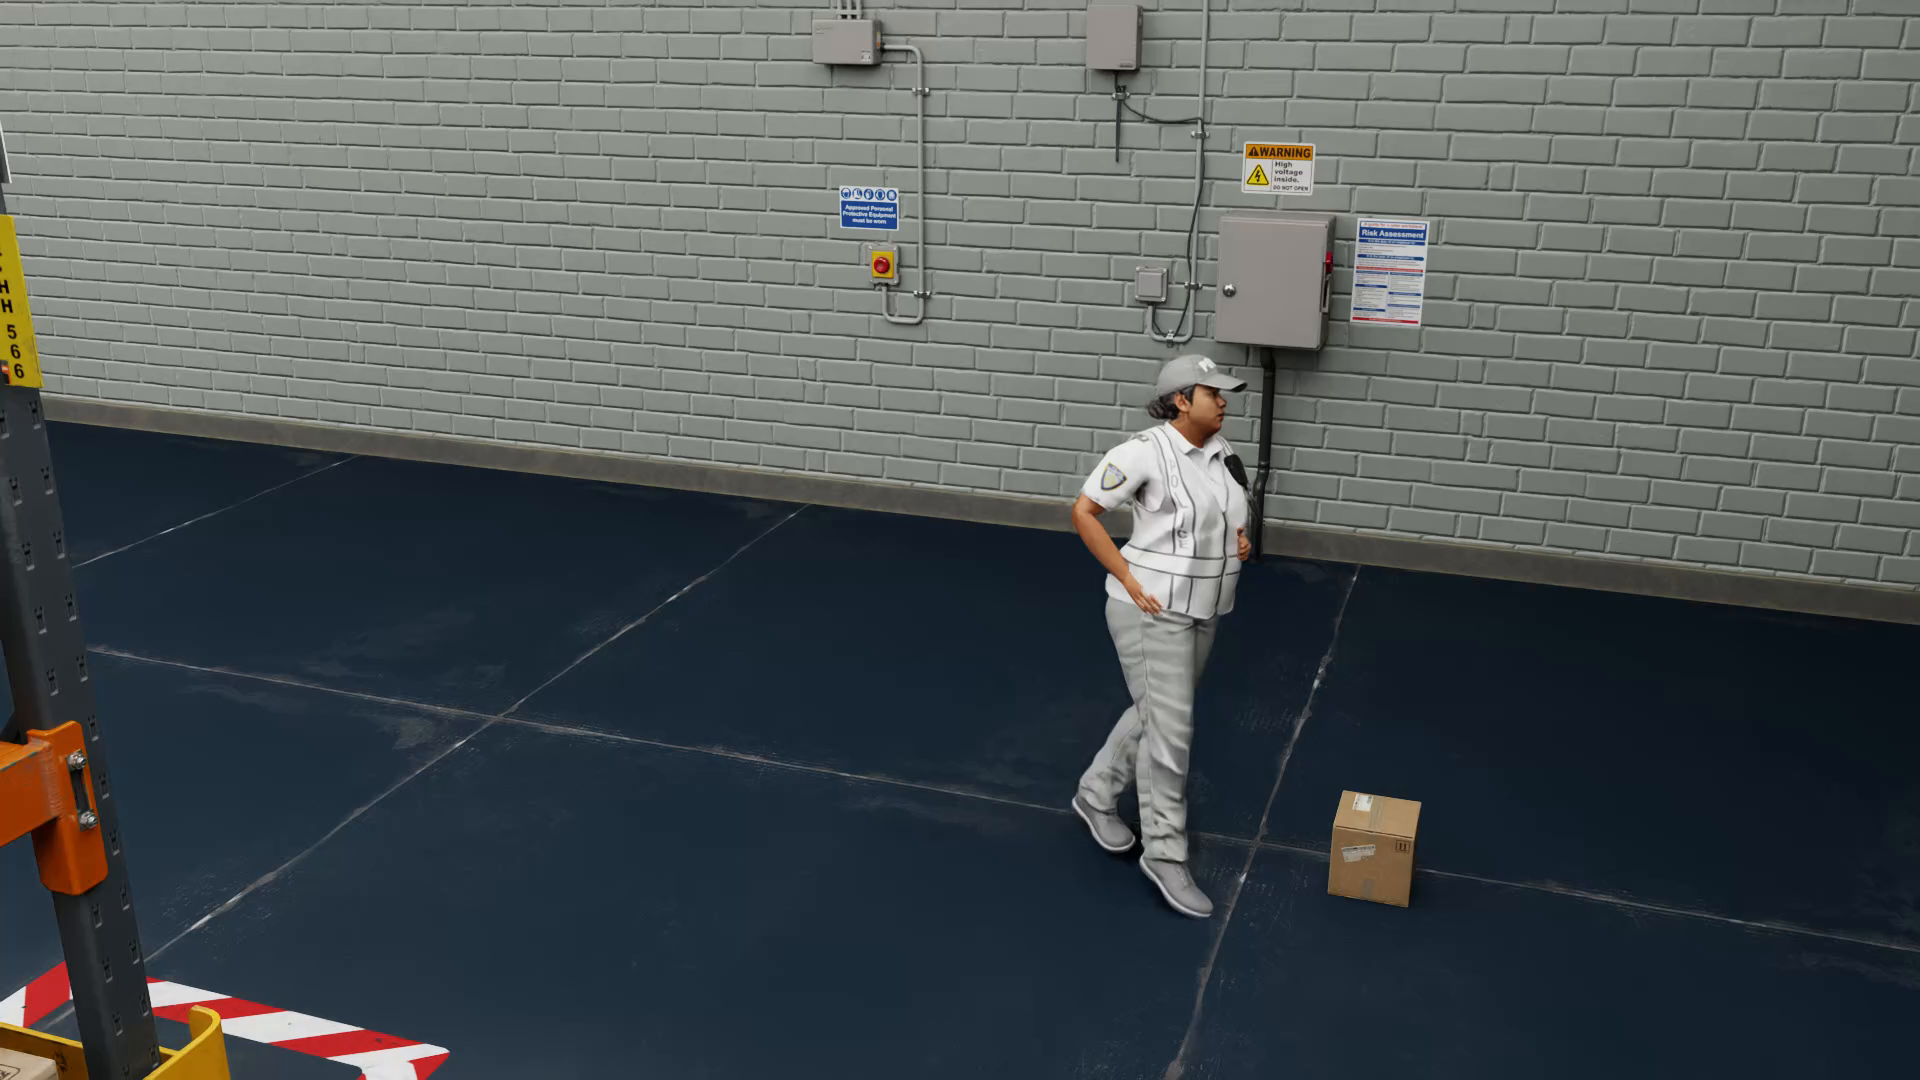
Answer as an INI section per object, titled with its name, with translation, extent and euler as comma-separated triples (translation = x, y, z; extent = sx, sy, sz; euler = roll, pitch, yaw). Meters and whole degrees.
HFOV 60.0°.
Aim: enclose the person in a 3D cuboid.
[person]
translation = 0.717, 0.254, 5.325
extent = 0.694, 1.664, 0.687
euler = 17, 25, 40
